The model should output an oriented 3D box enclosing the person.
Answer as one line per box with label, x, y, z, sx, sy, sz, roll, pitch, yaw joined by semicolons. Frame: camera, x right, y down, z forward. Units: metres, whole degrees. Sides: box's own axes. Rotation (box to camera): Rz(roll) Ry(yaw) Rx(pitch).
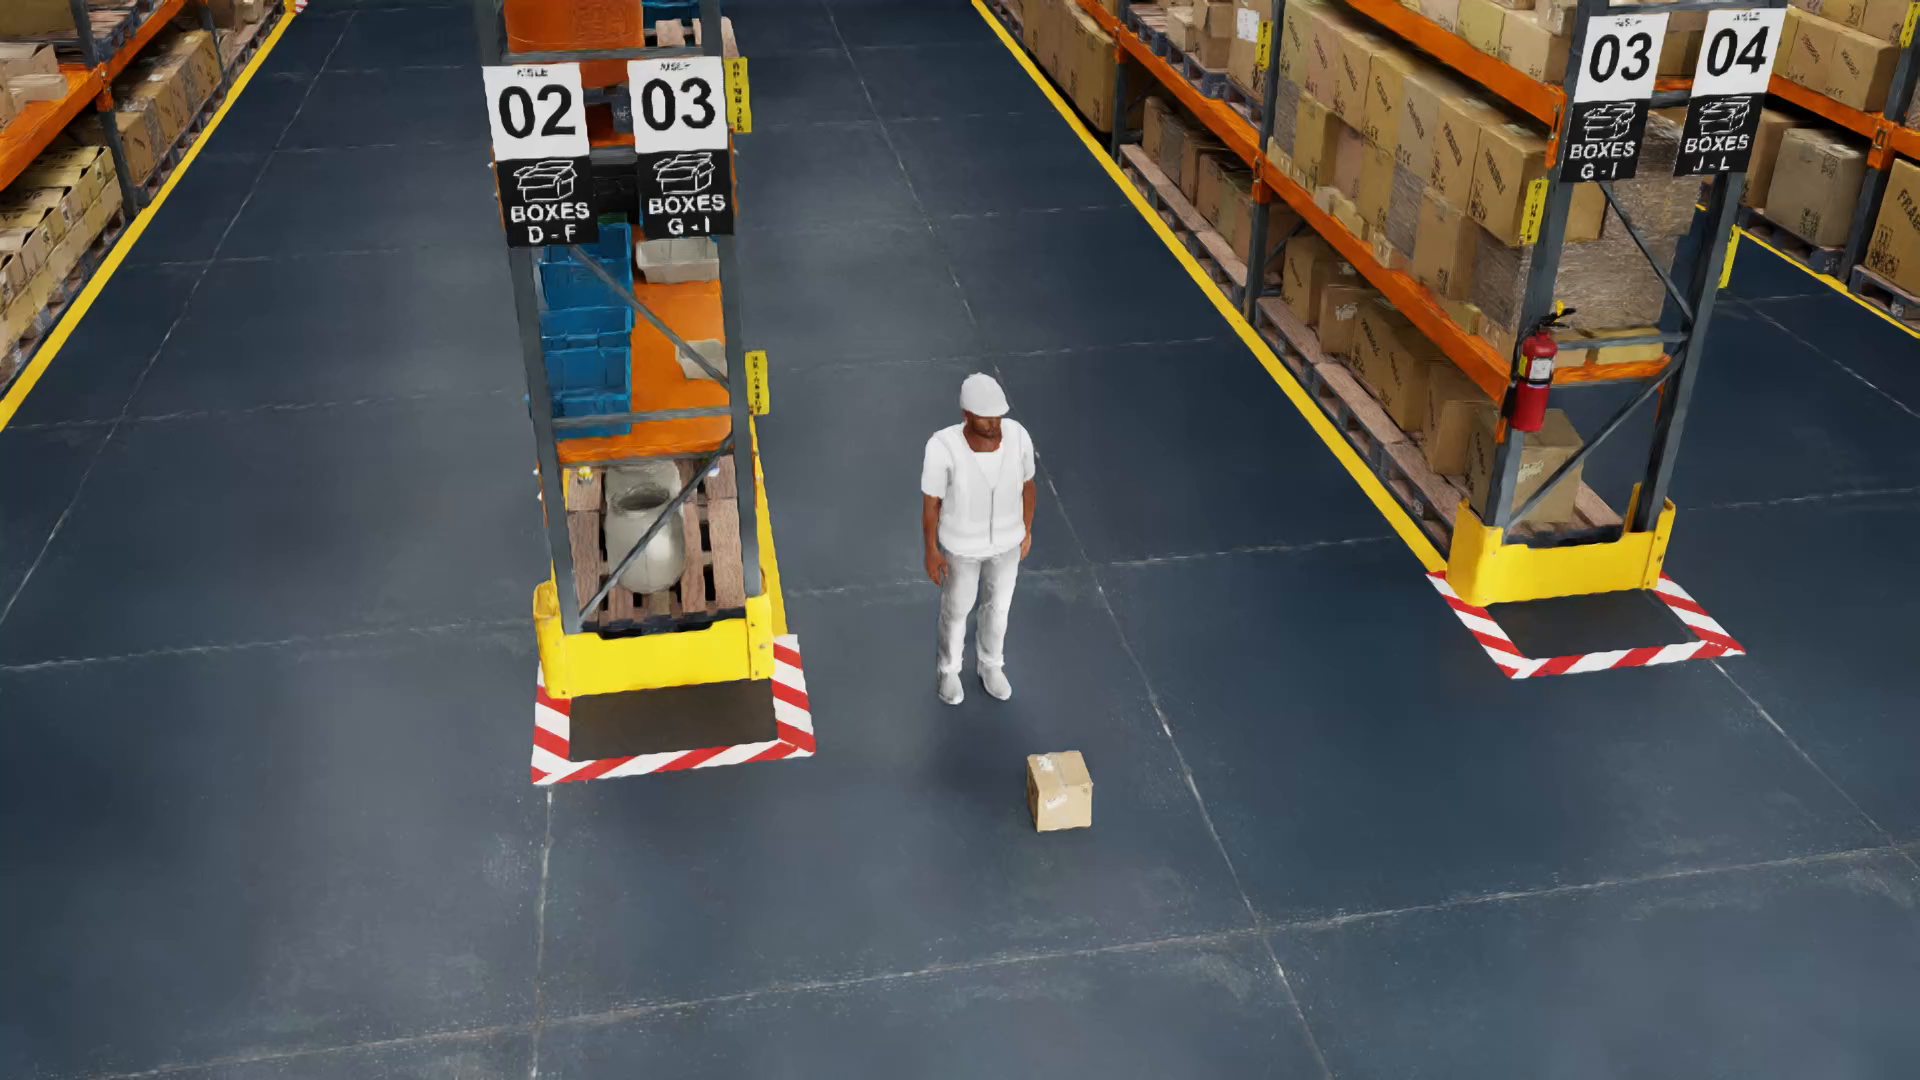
person;0.101;0.004;8.091;0.584;1.782;0.399;-10;32;-16
